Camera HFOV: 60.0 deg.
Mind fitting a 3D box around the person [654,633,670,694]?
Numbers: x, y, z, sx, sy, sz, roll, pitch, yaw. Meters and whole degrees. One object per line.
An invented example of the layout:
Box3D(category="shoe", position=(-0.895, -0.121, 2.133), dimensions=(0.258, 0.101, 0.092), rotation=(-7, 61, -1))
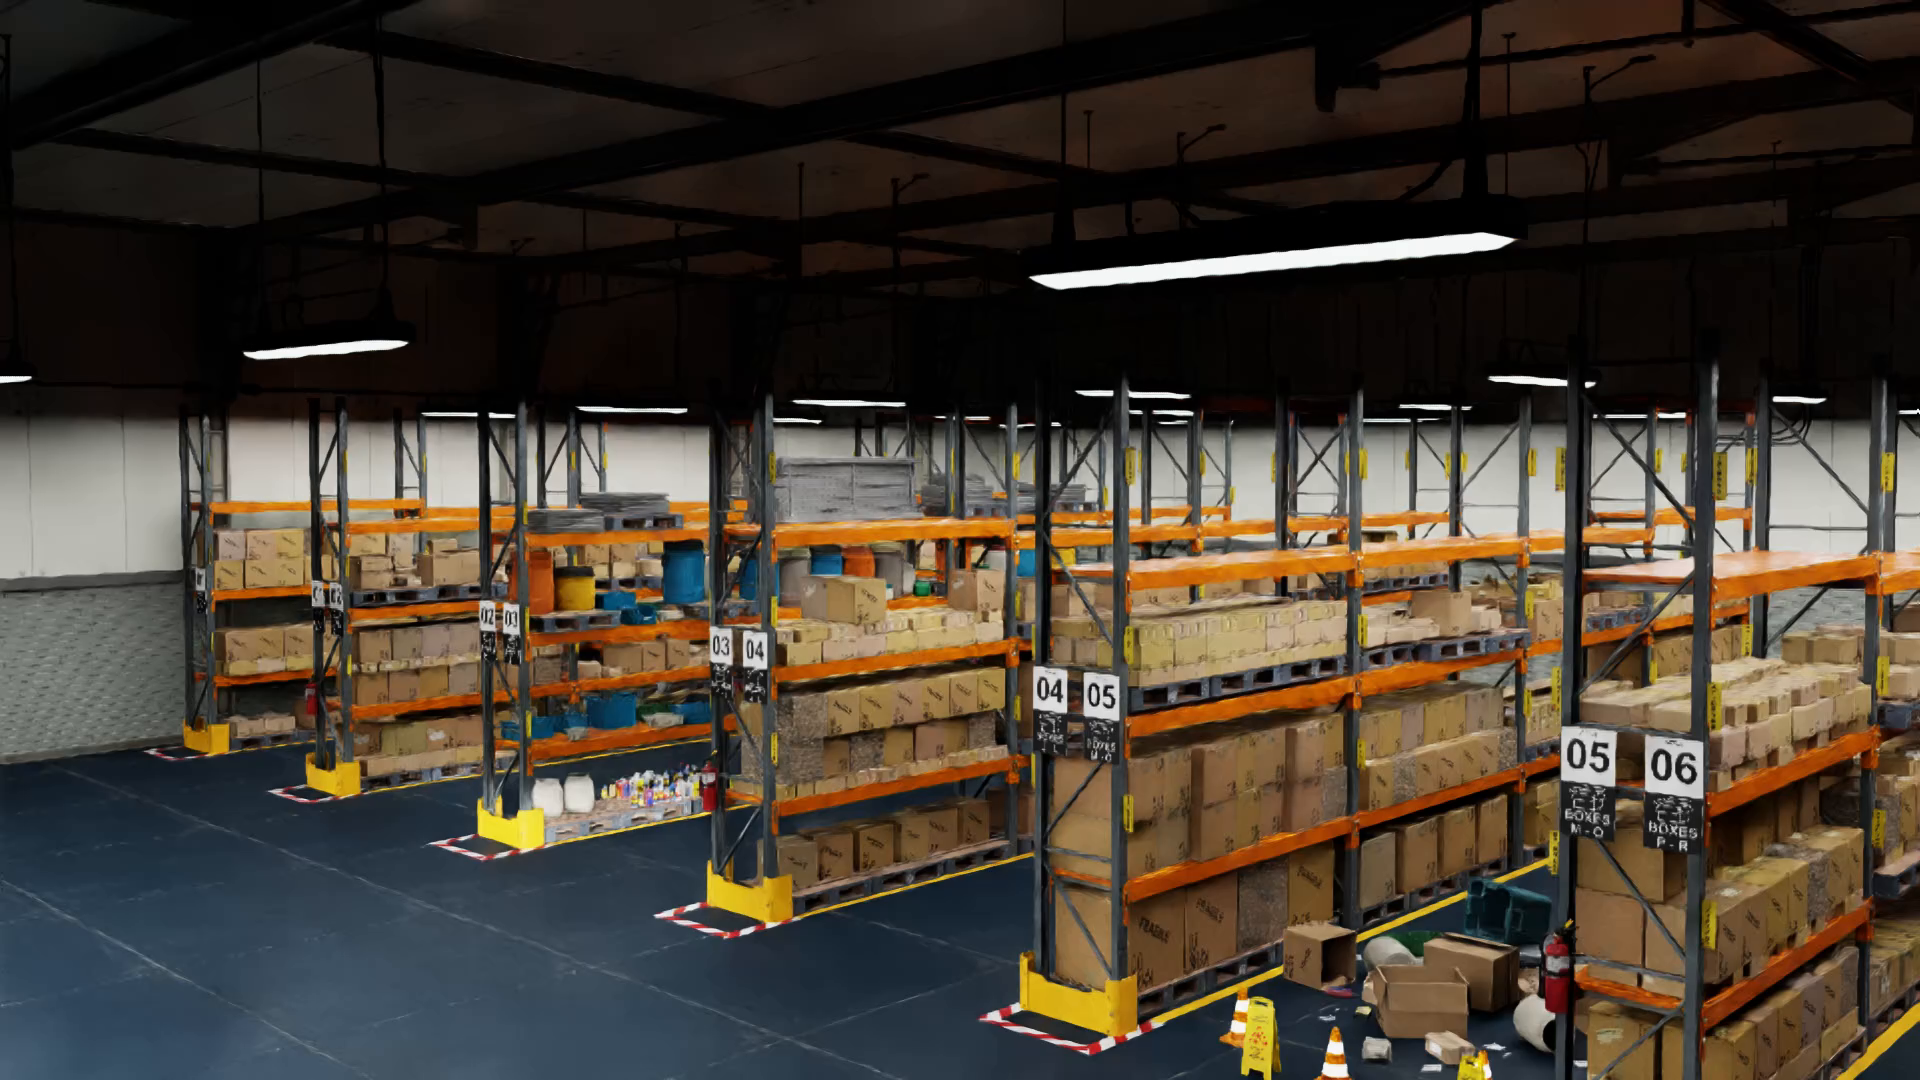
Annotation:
Box3D(category="person", position=(-5.935, 2.606, 32.894), dimensions=(0.439, 1.660, 0.531), rotation=(1, 3, 16))
